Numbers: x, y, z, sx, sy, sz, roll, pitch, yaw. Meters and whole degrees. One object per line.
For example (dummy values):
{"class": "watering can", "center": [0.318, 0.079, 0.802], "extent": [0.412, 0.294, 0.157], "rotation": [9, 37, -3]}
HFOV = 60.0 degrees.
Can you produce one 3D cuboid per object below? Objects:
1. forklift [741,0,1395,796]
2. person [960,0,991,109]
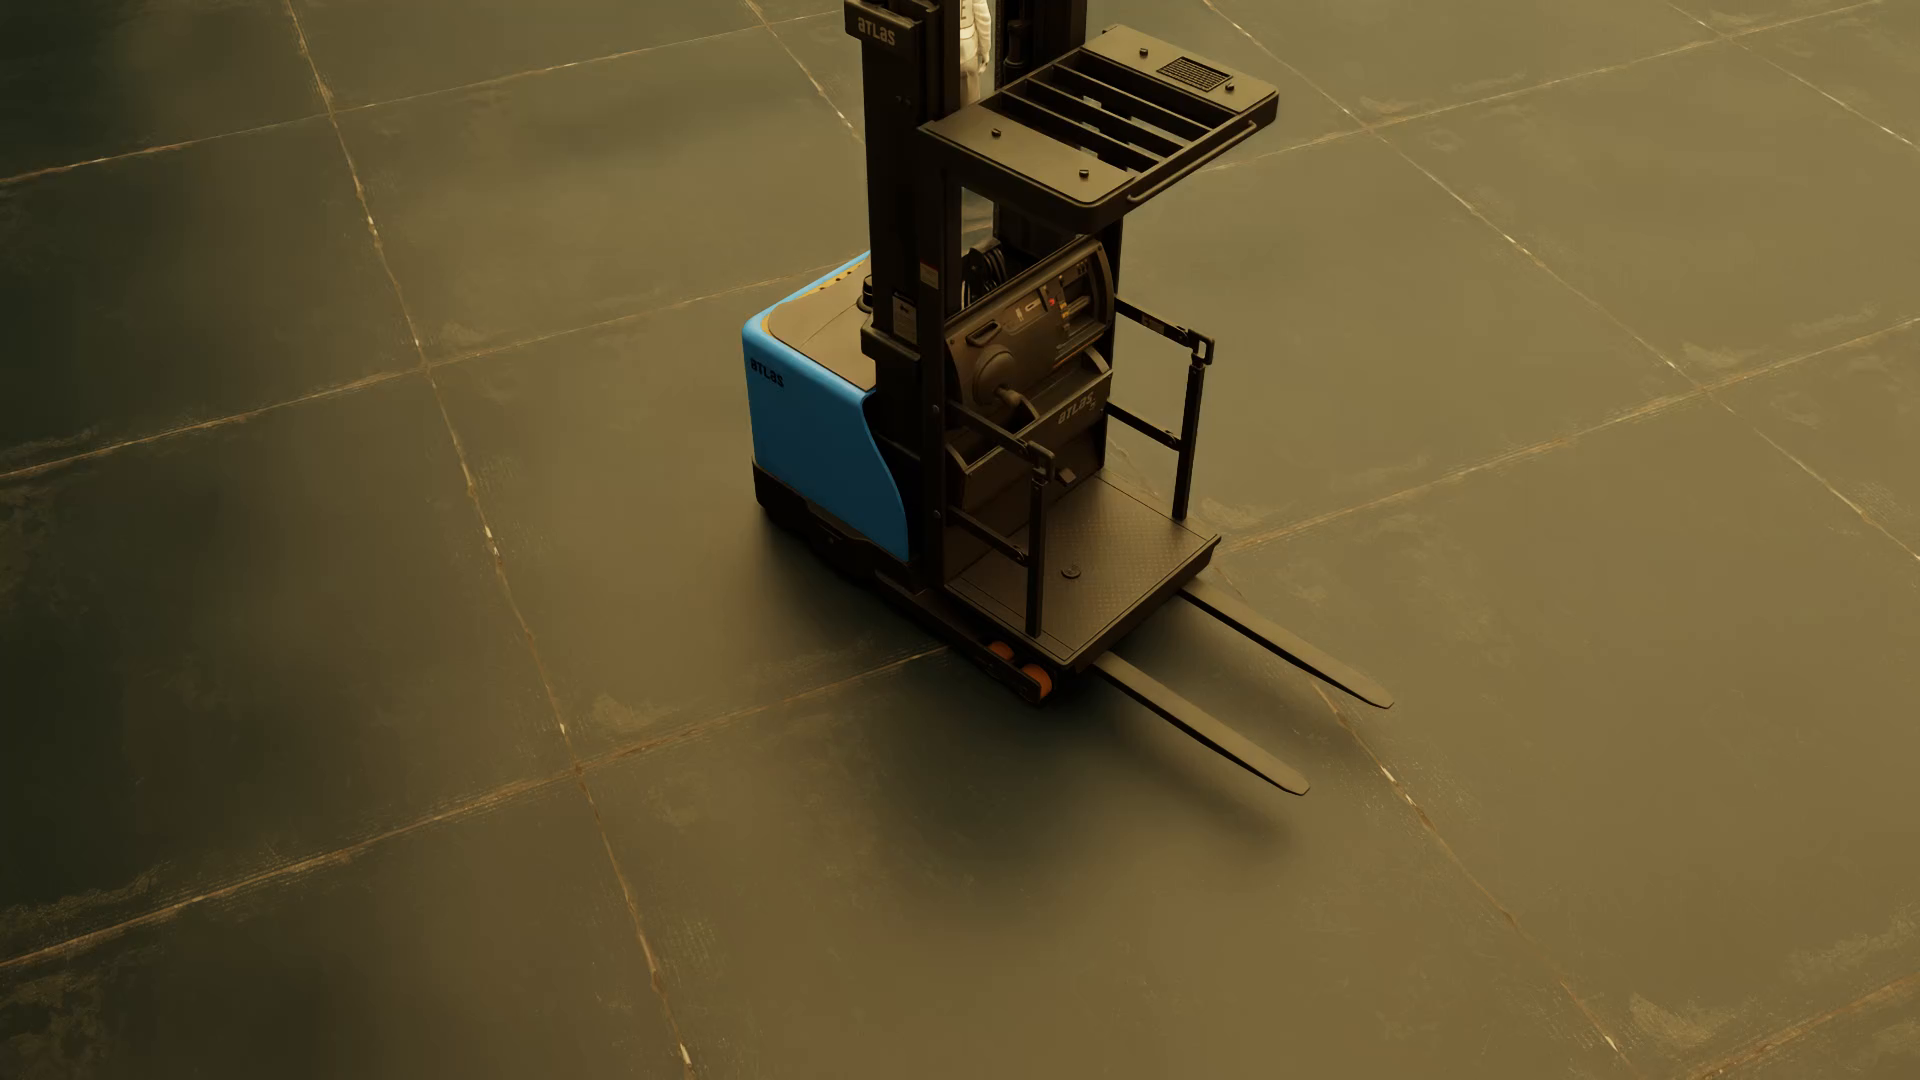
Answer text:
{"class": "forklift", "center": [0.445, -0.788, 6.525], "extent": [3.031, 2.935, 1.130], "rotation": [32, 52, 30]}
{"class": "person", "center": [-0.083, -2.812, 9.625], "extent": [0.543, 1.662, 0.376], "rotation": [-2, 43, -2]}
